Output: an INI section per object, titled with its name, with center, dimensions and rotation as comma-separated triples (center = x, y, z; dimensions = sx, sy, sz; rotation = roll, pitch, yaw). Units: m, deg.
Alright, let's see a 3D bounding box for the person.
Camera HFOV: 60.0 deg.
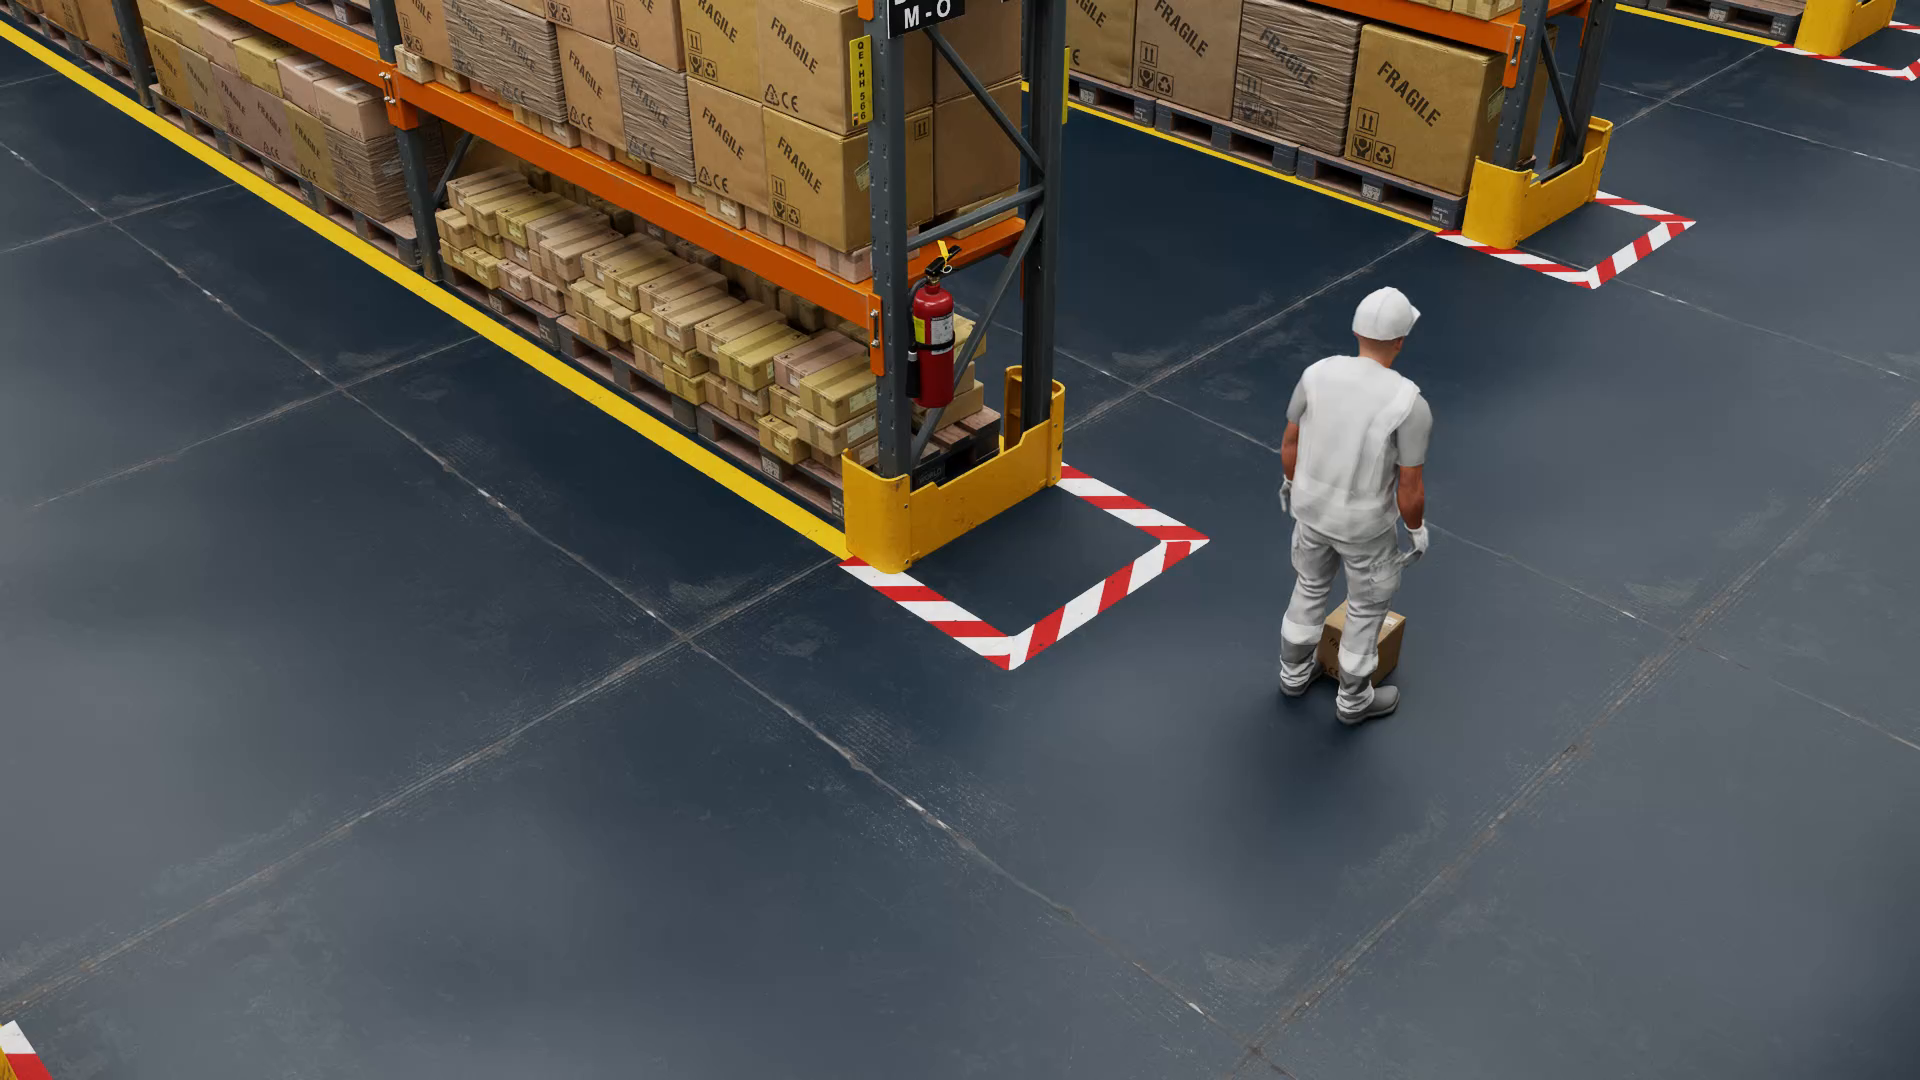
[person]
center = 1.478, -0.112, 6.291
dimensions = 0.623, 1.780, 0.446
rotation = 28, 44, 34
